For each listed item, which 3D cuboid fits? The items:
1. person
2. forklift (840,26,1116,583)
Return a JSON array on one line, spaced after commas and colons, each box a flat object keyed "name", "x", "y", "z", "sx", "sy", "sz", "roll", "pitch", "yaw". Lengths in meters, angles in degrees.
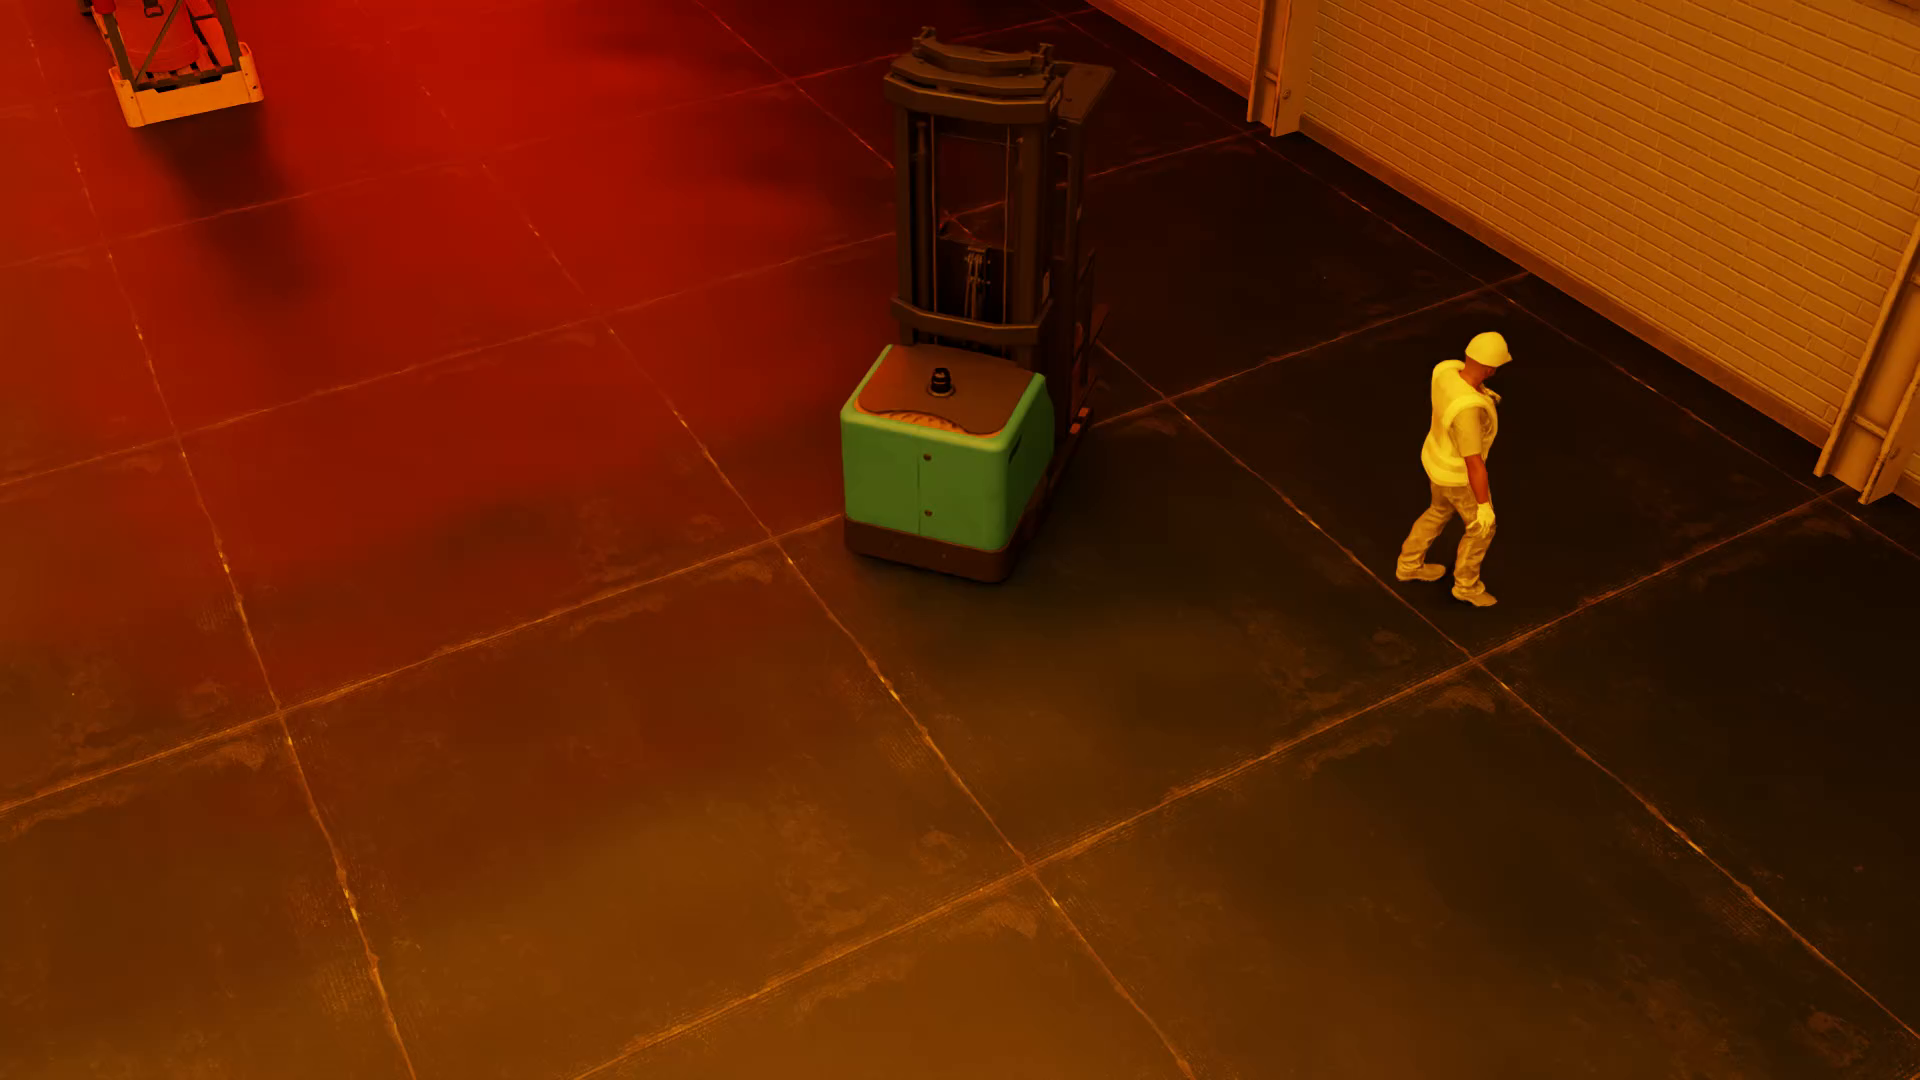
[{"name": "person", "x": 2.923, "y": -0.389, "z": 9.465, "sx": 0.583, "sy": 1.807, "sz": 1.026, "roll": 0, "pitch": 40, "yaw": -1}, {"name": "forklift", "x": 0.263, "y": -1.821, "z": 10.232, "sx": 1.130, "sy": 2.935, "sz": 3.031, "roll": 13, "pitch": 41, "yaw": 15}]
